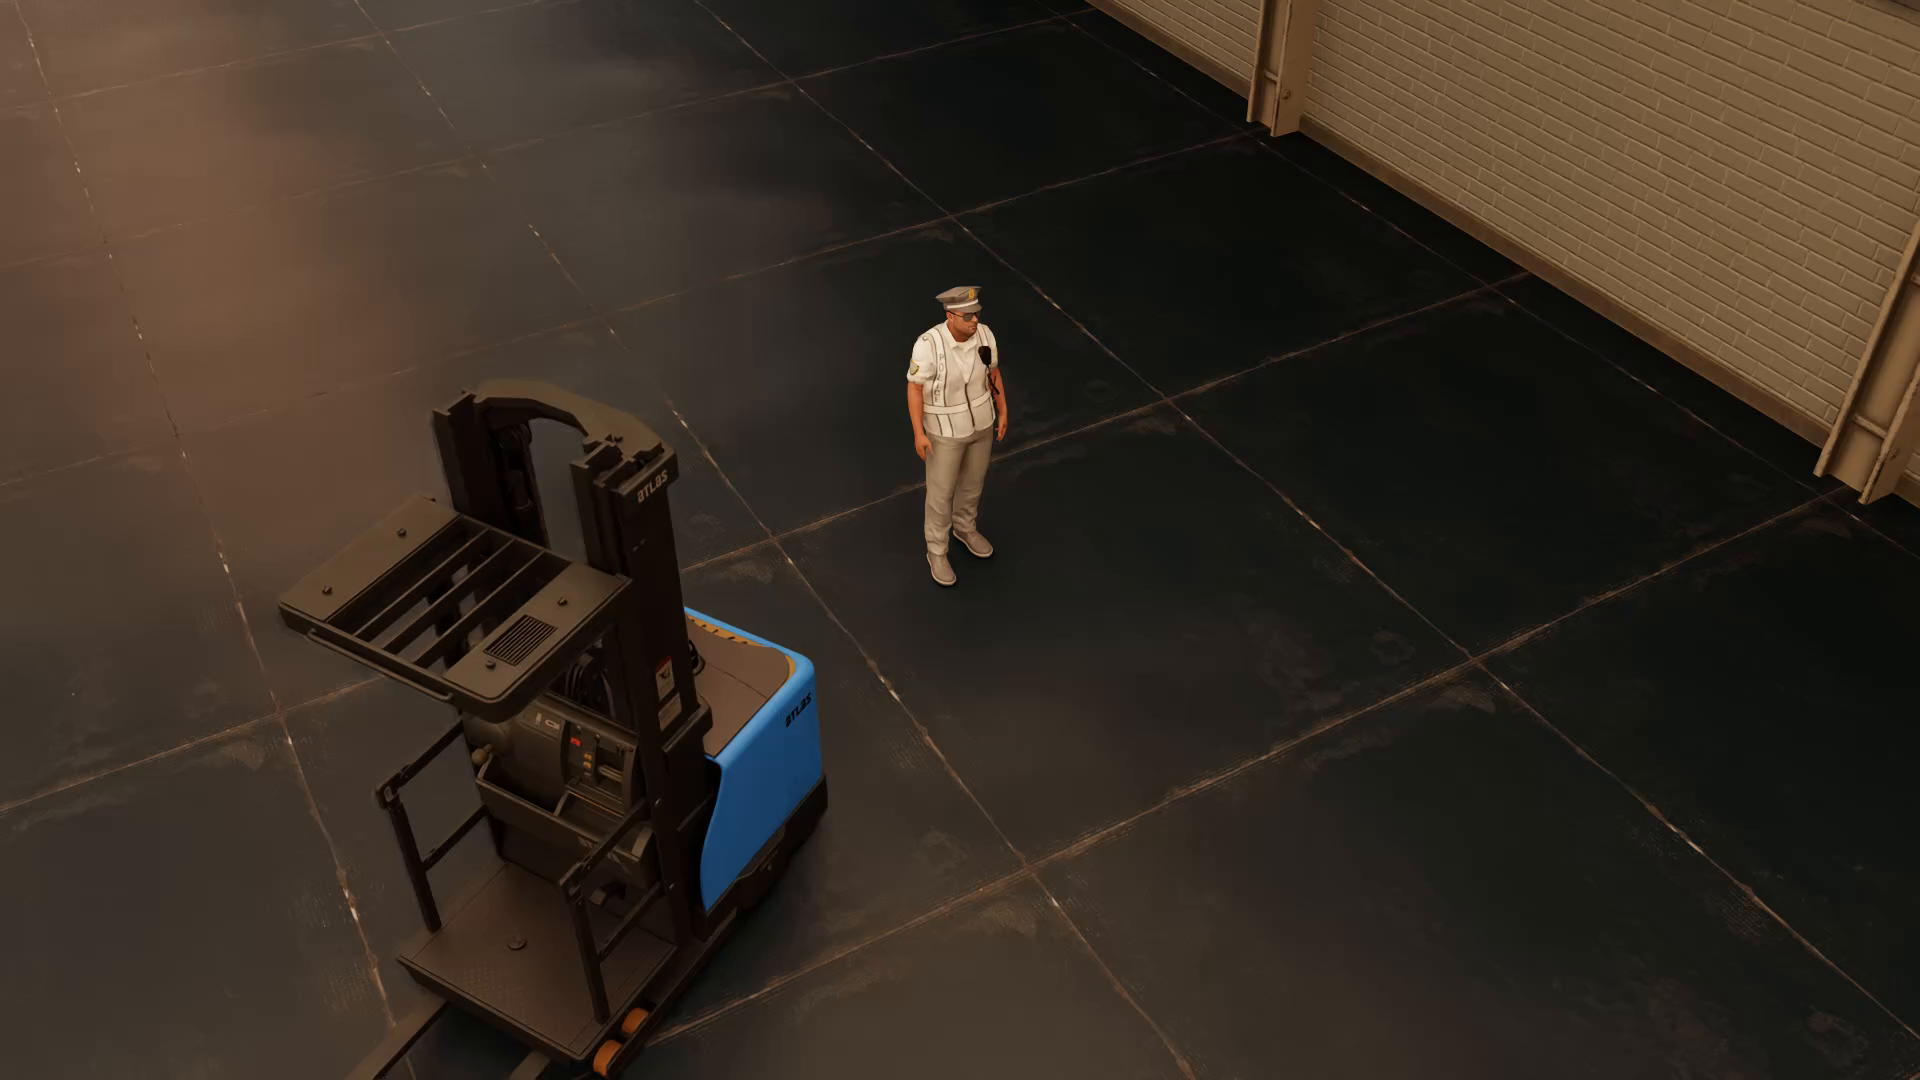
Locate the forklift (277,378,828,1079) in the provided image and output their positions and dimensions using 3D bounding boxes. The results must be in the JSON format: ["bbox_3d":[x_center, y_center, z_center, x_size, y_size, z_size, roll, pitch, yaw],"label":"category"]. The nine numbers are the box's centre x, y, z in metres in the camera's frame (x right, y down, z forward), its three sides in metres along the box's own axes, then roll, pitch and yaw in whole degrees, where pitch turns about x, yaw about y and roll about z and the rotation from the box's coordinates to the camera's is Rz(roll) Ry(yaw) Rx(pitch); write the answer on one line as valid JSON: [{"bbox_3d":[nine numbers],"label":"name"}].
[{"bbox_3d":[-1.850,0.935,6.909,1.130,2.935,3.031,20,44,22],"label":"forklift"}]

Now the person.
[{"bbox_3d":[0.028,-0.645,9.702,0.640,1.781,0.575,-20,44,-23],"label":"person"}]
